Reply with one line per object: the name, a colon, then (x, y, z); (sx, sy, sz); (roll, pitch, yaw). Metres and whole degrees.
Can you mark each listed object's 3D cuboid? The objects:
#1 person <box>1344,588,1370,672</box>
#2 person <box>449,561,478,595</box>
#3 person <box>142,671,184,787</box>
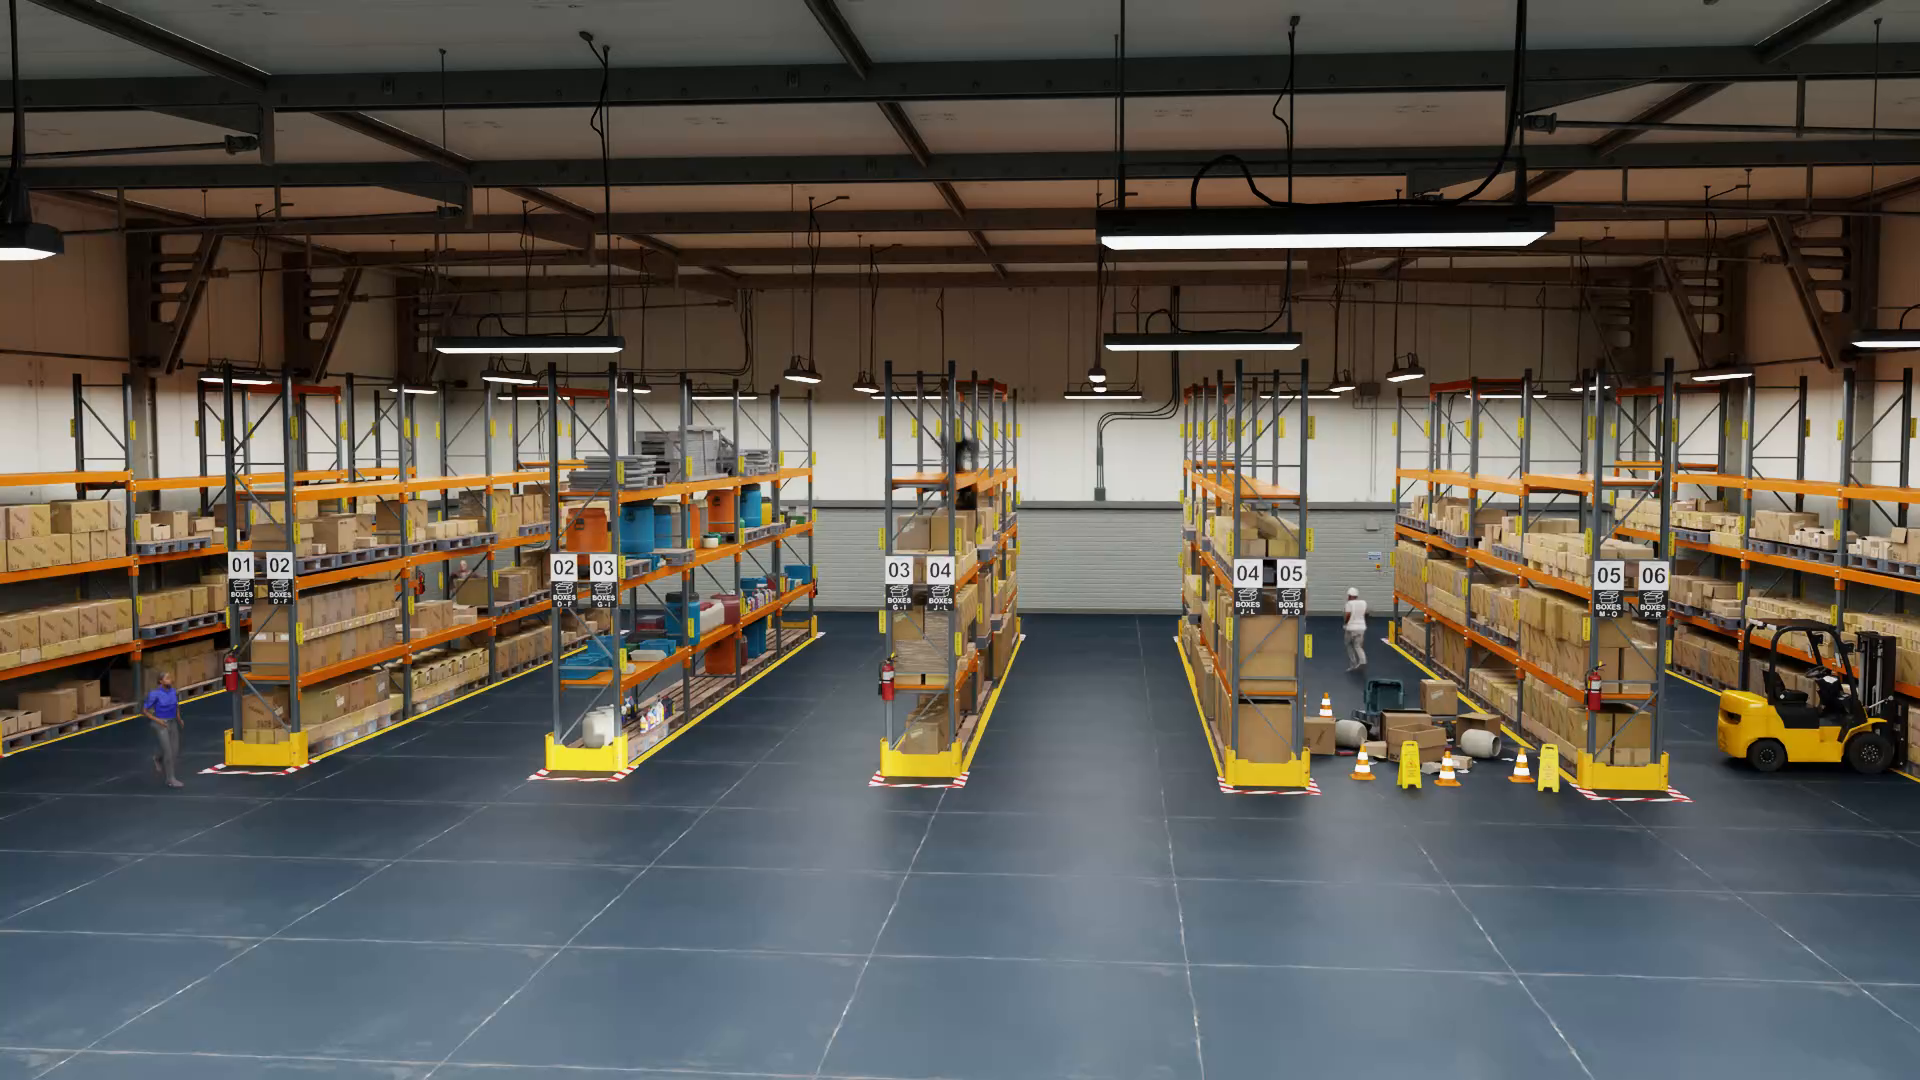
person: (8.223, 1.877, 34.293); (0.655, 1.757, 0.812); (-1, 4, -14)
person: (-12.220, 1.420, 41.031); (0.754, 1.827, 0.881); (-1, 4, -17)
person: (-11.274, 2.707, 23.476); (0.633, 1.546, 0.581); (2, 4, 24)
